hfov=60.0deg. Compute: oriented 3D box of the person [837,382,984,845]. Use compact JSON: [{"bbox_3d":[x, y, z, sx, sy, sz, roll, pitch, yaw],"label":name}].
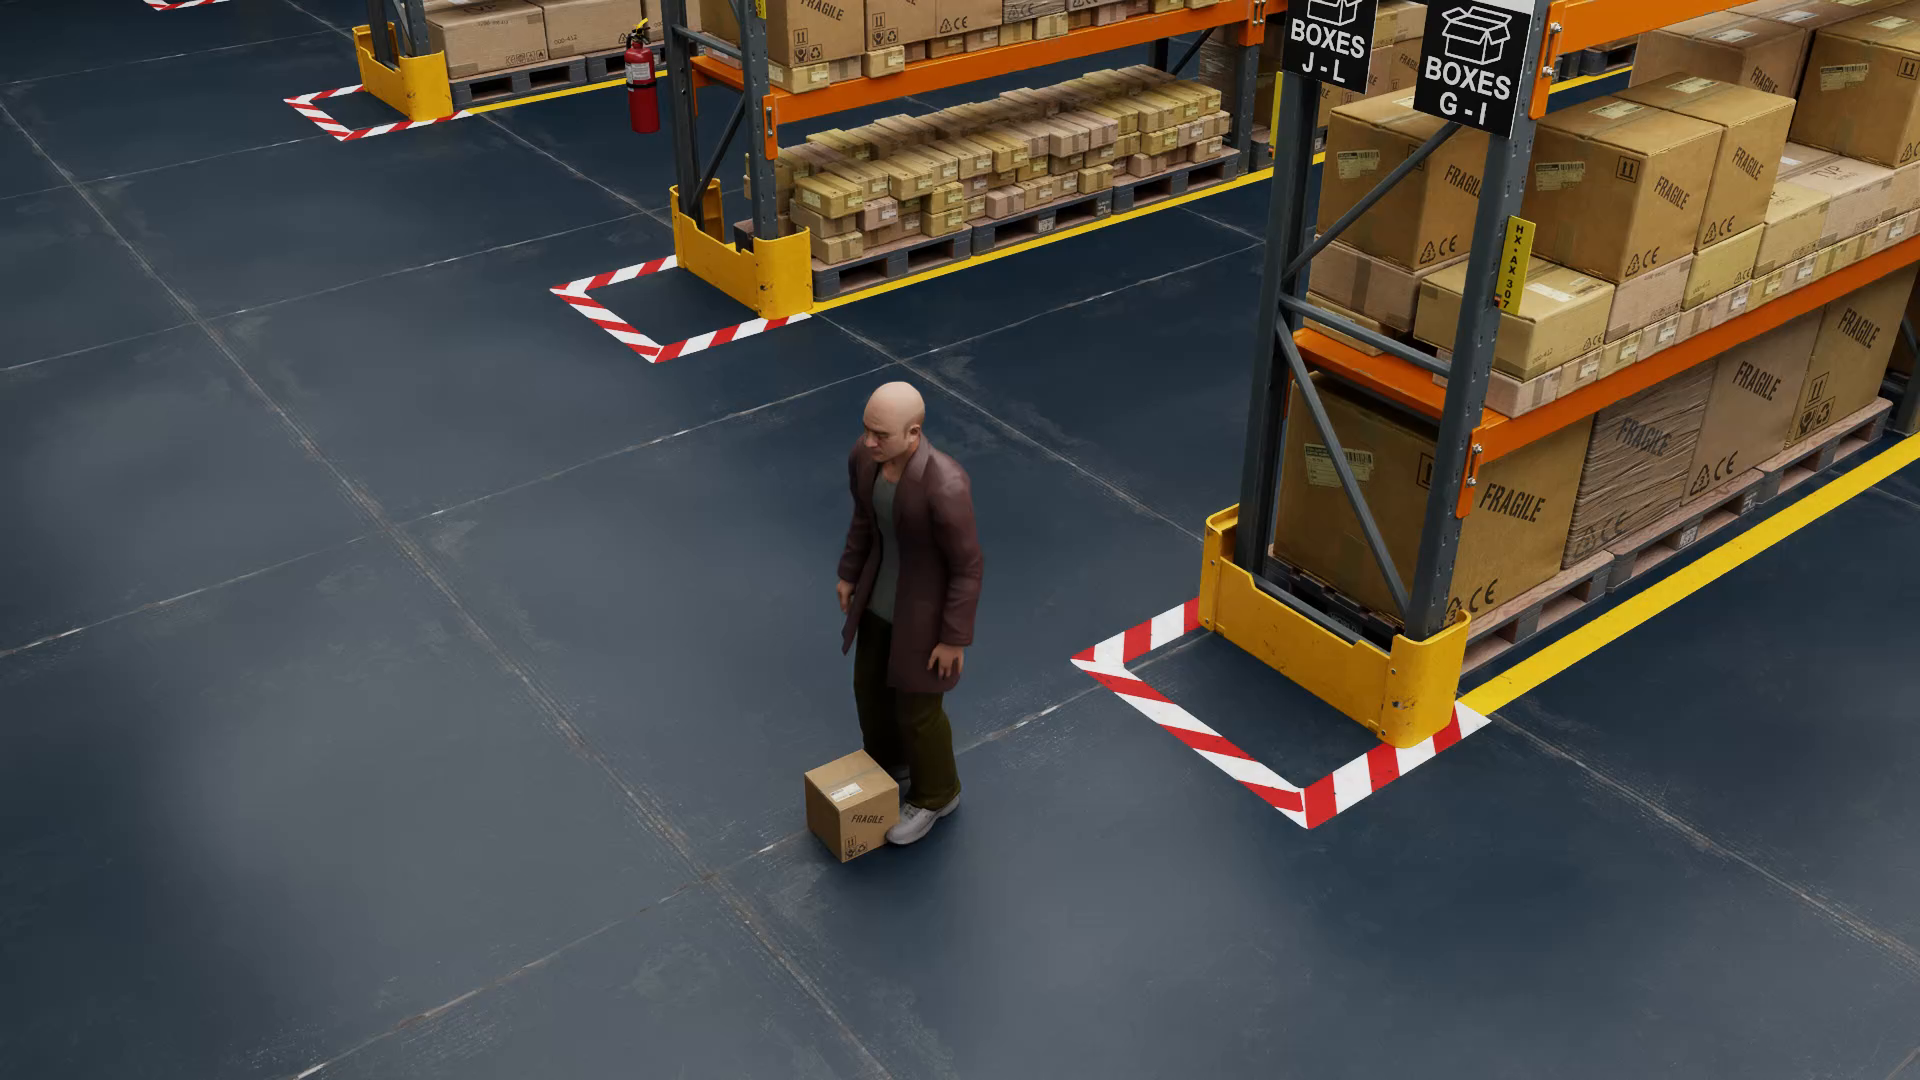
[{"bbox_3d":[-0.188,0.240,5.763,0.423,1.773,0.653,-25,39,-34],"label":"person"}]
